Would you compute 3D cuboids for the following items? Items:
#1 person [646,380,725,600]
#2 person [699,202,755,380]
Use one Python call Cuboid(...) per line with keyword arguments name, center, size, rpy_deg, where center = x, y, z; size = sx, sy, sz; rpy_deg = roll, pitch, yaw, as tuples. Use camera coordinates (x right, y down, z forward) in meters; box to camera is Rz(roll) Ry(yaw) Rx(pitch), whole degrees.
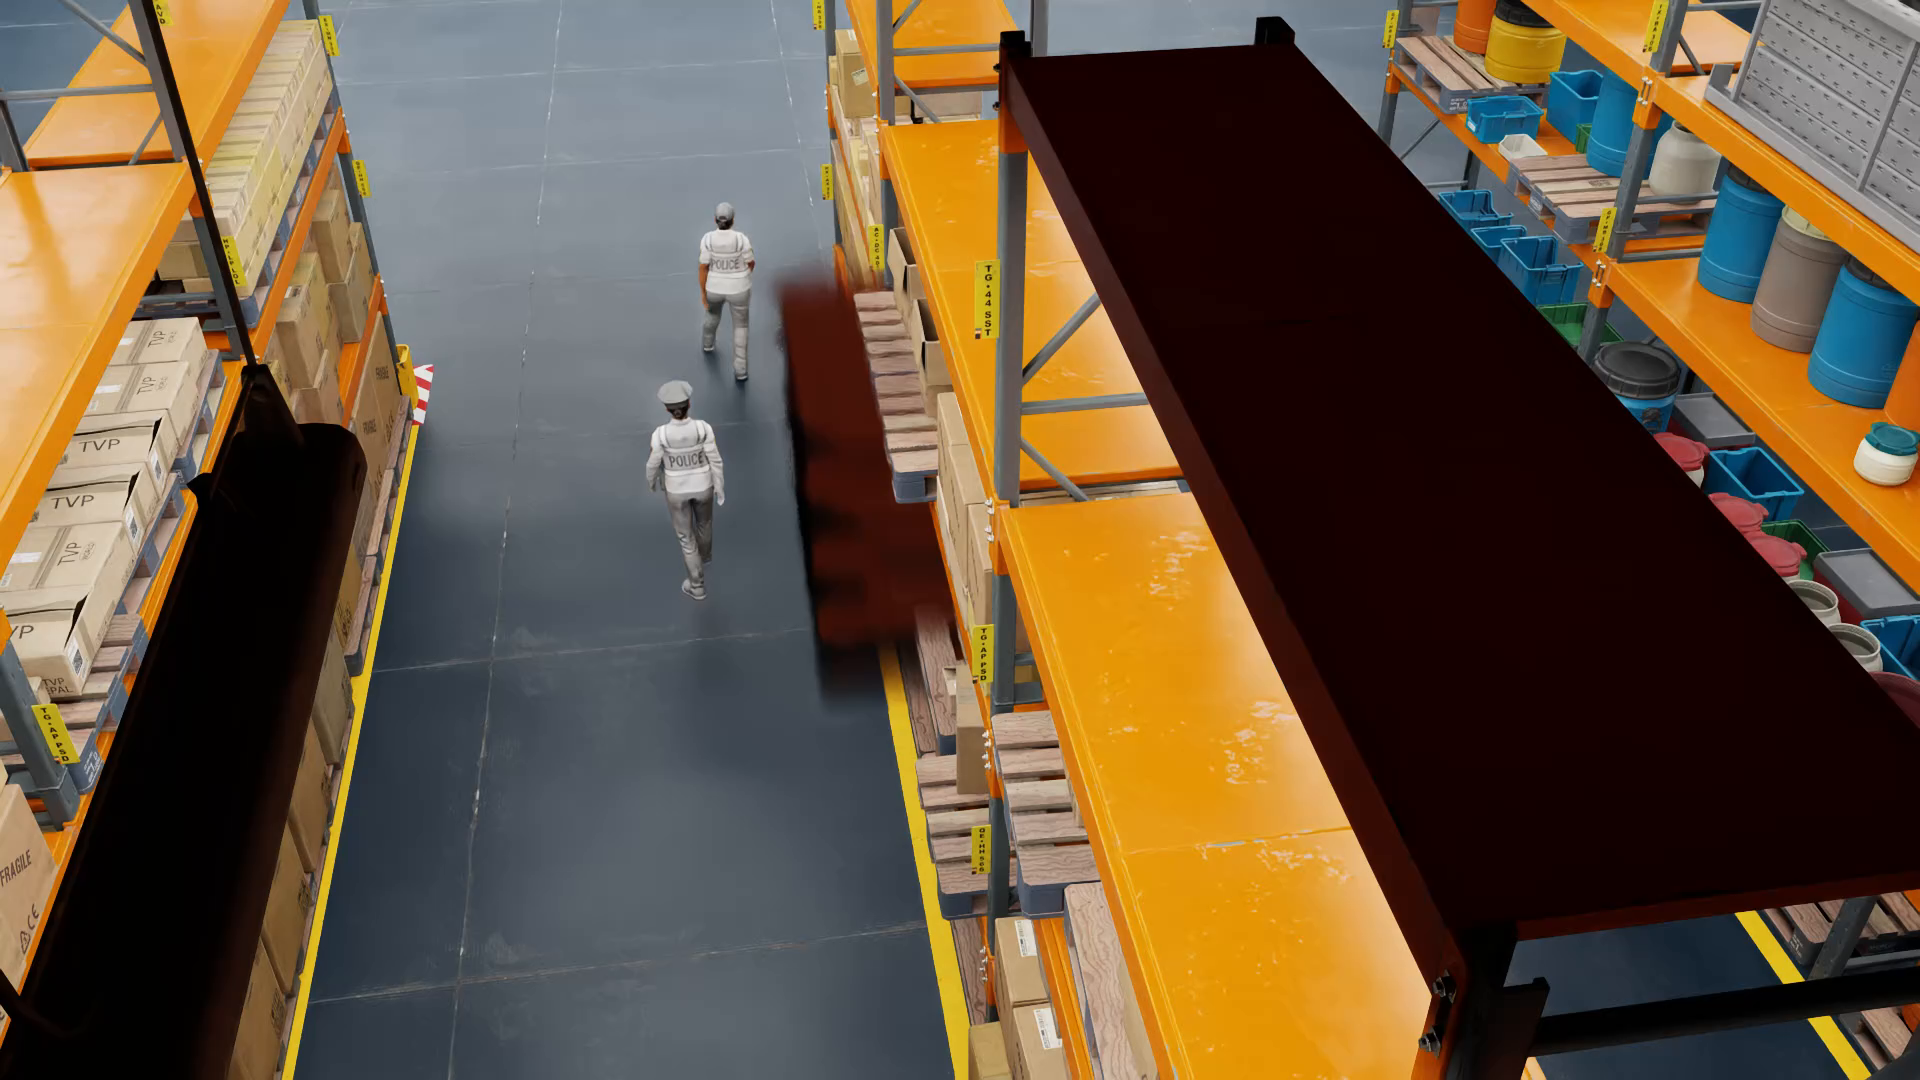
Cuboid(name="person", center=(-1.992, -0.396, 12.085), size=(0.535, 1.663, 0.689), rpy_deg=(-11, 38, -15))
Cuboid(name="person", center=(-2.187, -2.354, 15.293), size=(0.659, 1.637, 0.764), rpy_deg=(5, 37, 7))
